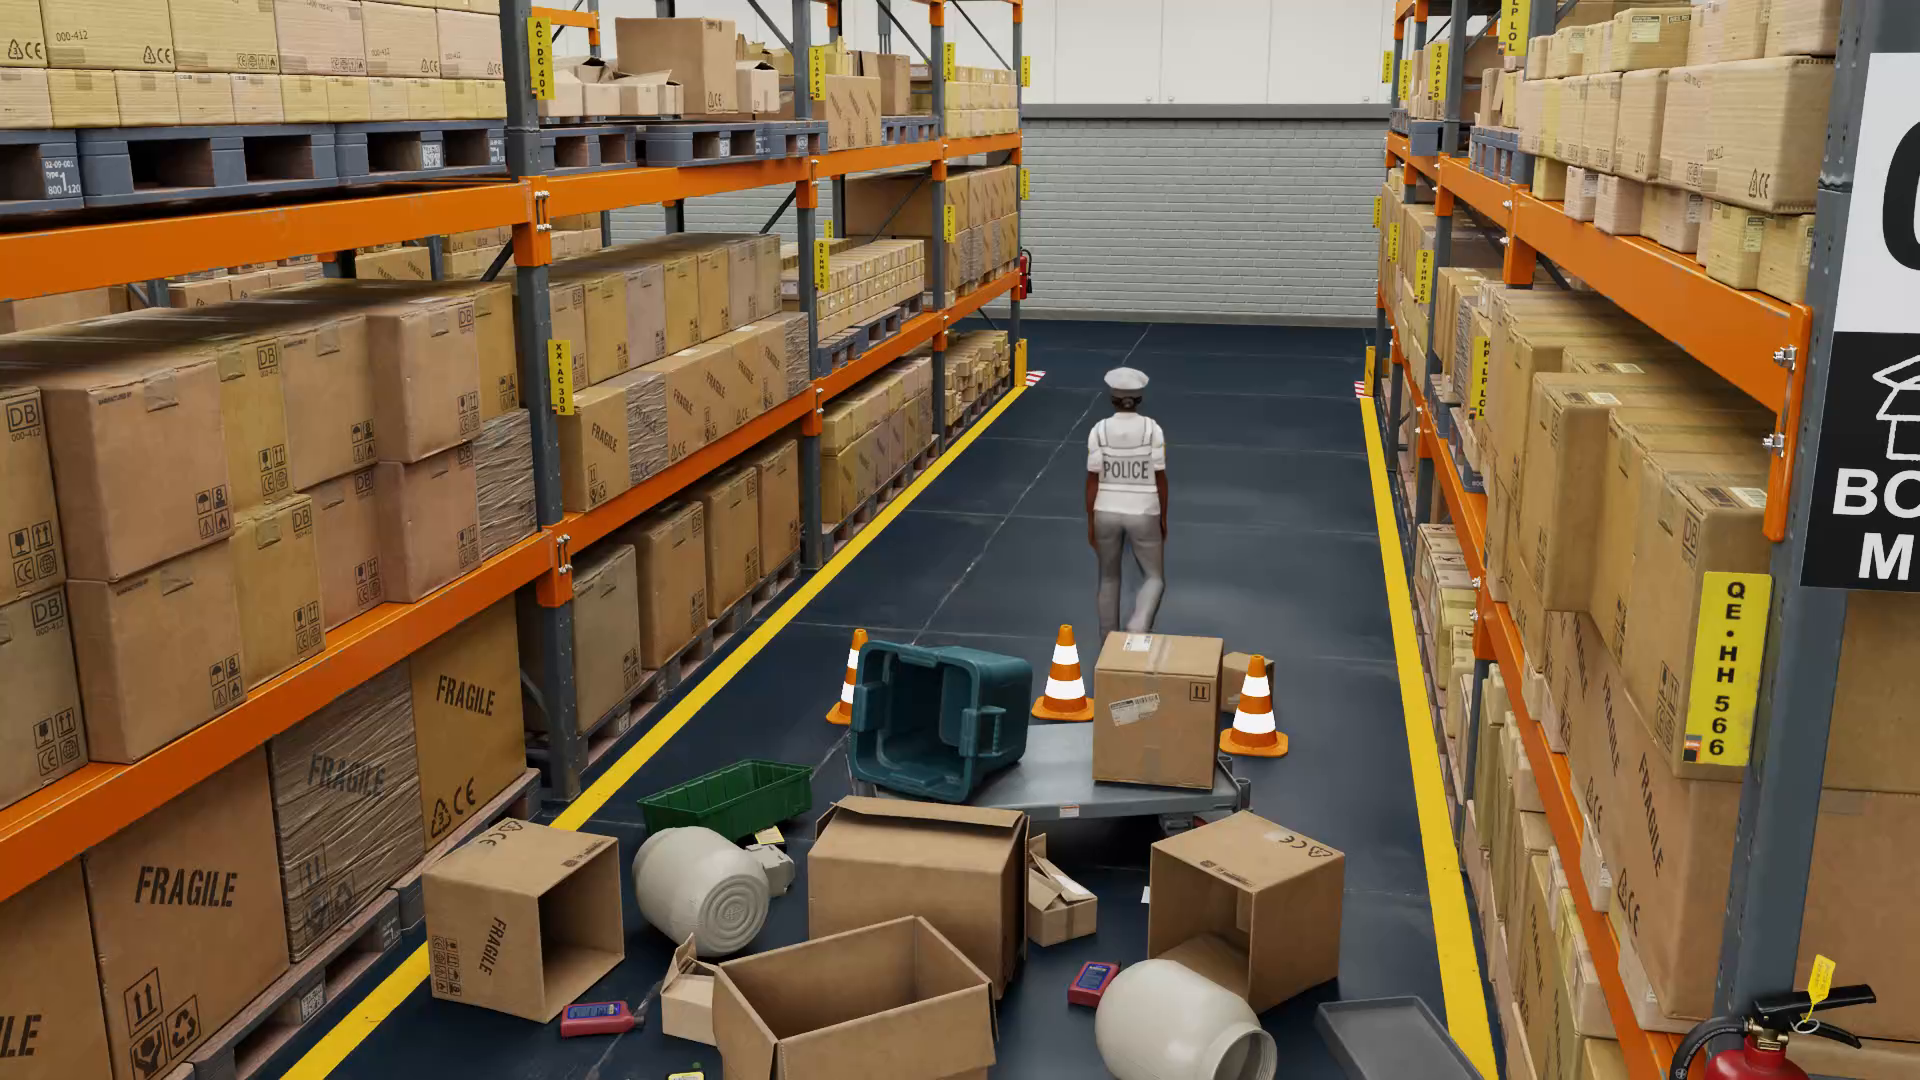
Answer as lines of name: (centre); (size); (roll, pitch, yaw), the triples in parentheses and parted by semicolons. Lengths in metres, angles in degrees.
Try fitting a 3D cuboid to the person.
person: (0.936, -0.101, 9.279); (0.494, 1.670, 0.695); (3, 15, 11)
